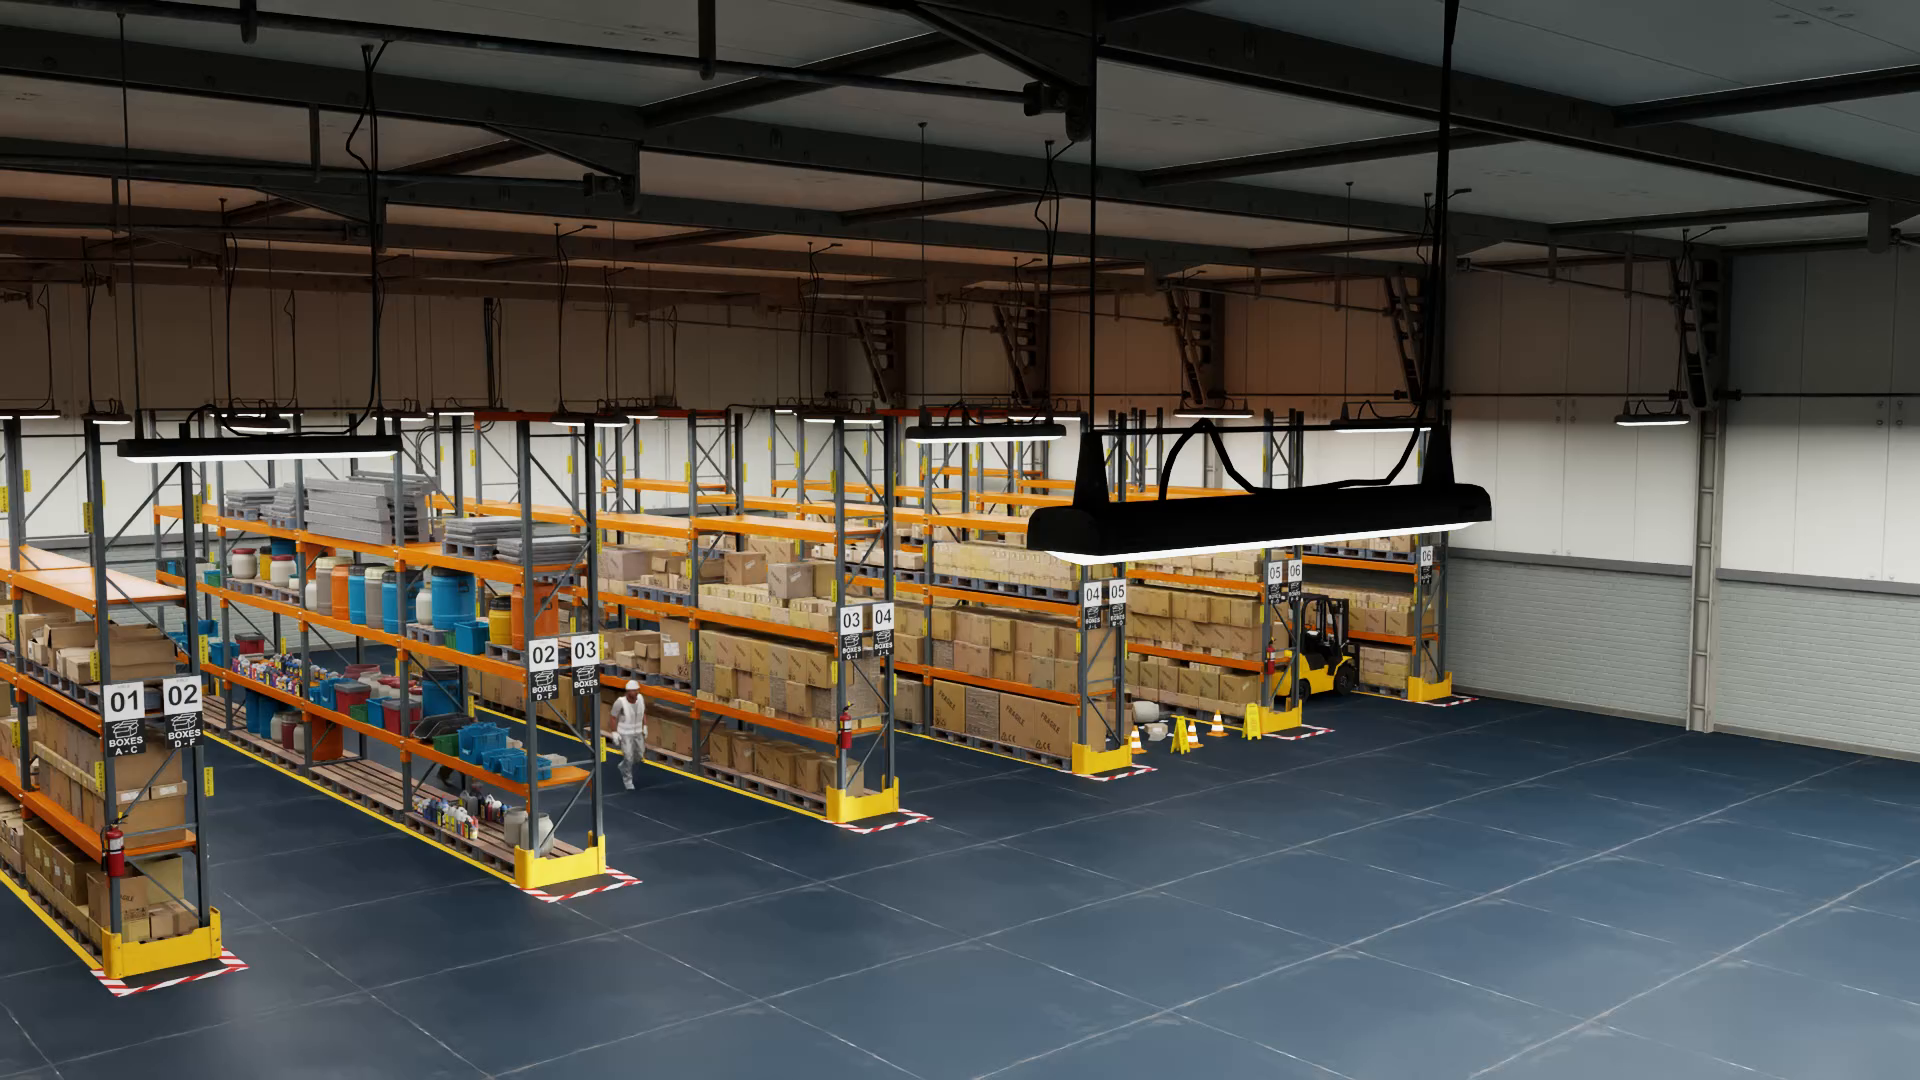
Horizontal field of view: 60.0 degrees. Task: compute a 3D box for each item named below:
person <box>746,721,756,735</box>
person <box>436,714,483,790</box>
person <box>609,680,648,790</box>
[{"bbox_3d":[-3.816,2.835,30.560,0.529,1.659,0.583,5,7,43],"label":"person"},{"bbox_3d":[-8.007,3.216,26.630,1.107,1.568,0.669,2,5,21],"label":"person"},{"bbox_3d":[-5.373,3.110,26.824,0.647,1.757,0.666,-5,7,-44],"label":"person"}]
